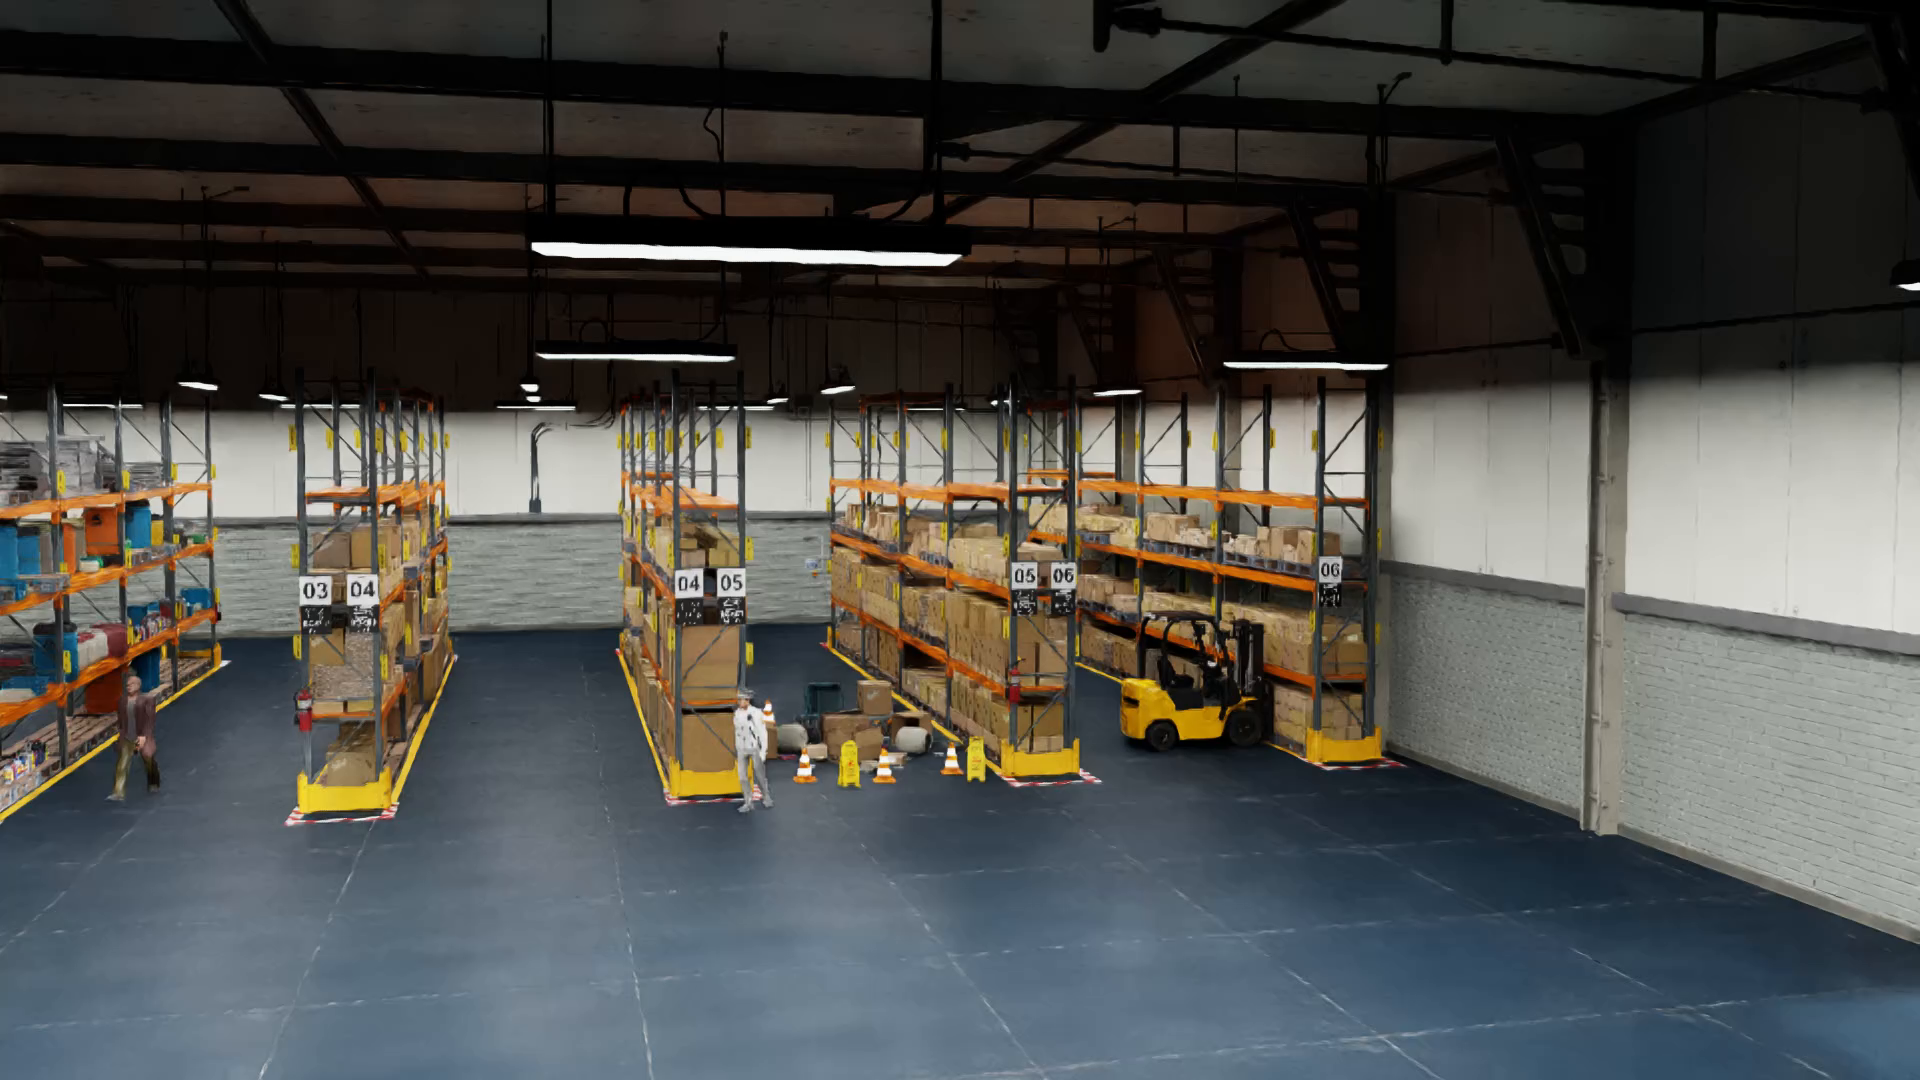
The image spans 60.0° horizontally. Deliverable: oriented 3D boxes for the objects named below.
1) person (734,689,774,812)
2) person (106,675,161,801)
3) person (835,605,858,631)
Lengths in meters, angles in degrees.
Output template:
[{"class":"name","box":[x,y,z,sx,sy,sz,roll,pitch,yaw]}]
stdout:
[{"class":"person","box":[-2.815,2.828,22.607,0.515,1.662,0.546,1,4,23]},{"class":"person","box":[-11.497,2.743,23.202,0.571,1.716,1.103,0,3,-5]},{"class":"person","box":[-2.858,1.660,42.445,0.530,1.625,0.934,-3,4,-37]}]
